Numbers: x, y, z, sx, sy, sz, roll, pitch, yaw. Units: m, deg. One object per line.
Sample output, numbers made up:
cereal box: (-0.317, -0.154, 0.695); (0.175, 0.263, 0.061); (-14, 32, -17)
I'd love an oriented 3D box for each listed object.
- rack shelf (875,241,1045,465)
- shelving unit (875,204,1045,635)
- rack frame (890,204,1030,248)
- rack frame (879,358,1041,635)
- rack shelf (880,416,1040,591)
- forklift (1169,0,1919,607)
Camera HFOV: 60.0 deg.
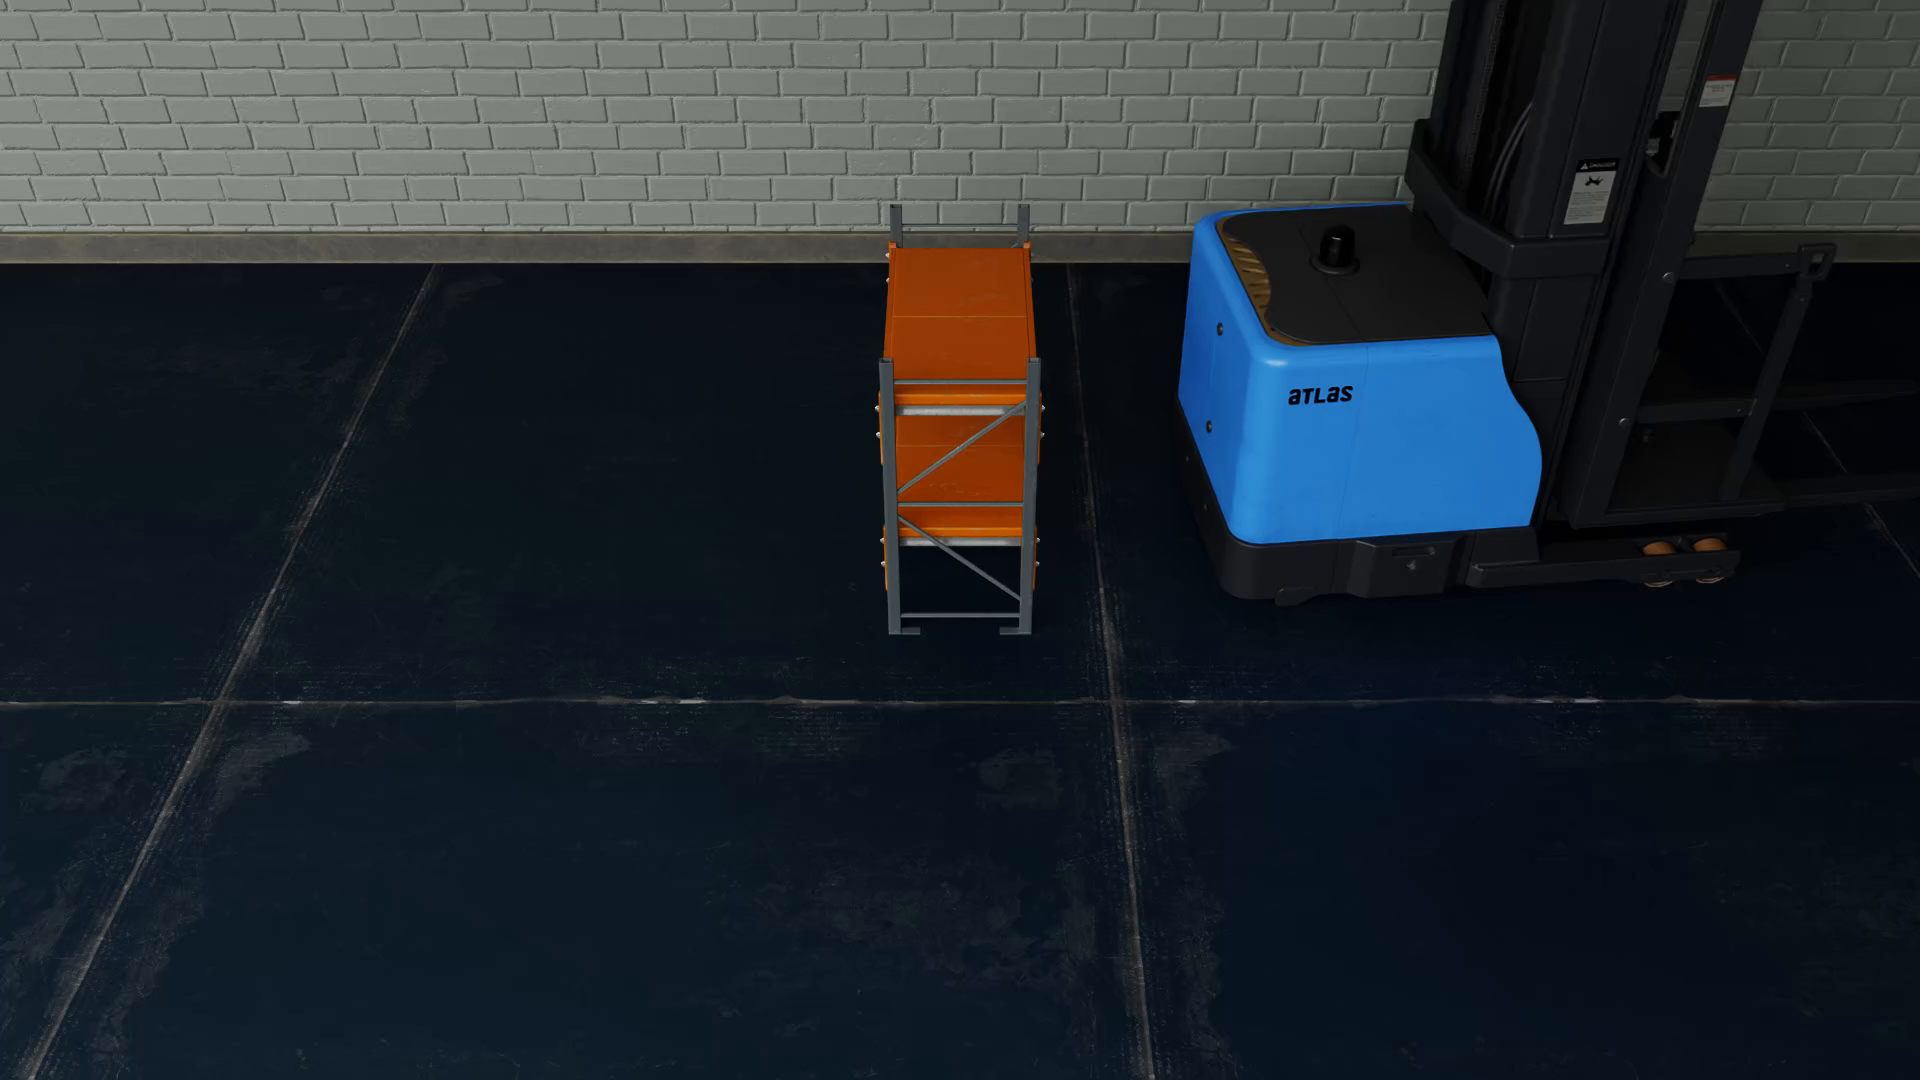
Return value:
rack shelf: (0.000, -0.663, 5.710); (0.538, 0.278, 1.000); (0, 39, 0)
shelving unit: (0.000, -0.435, 5.893); (0.538, 1.125, 1.048); (0, 39, 0)
rack frame: (-0.001, -0.753, 6.290); (0.500, 1.125, 0.032); (0, 39, 0)
rack frame: (0.001, -0.117, 5.496); (0.500, 1.125, 0.032); (0, 39, 0)
rack shelf: (0.000, -0.244, 6.046); (0.538, 0.278, 1.000); (0, 39, 0)
forklift: (2.384, -1.299, 5.527); (3.031, 2.935, 1.130); (-4, 39, -5)
